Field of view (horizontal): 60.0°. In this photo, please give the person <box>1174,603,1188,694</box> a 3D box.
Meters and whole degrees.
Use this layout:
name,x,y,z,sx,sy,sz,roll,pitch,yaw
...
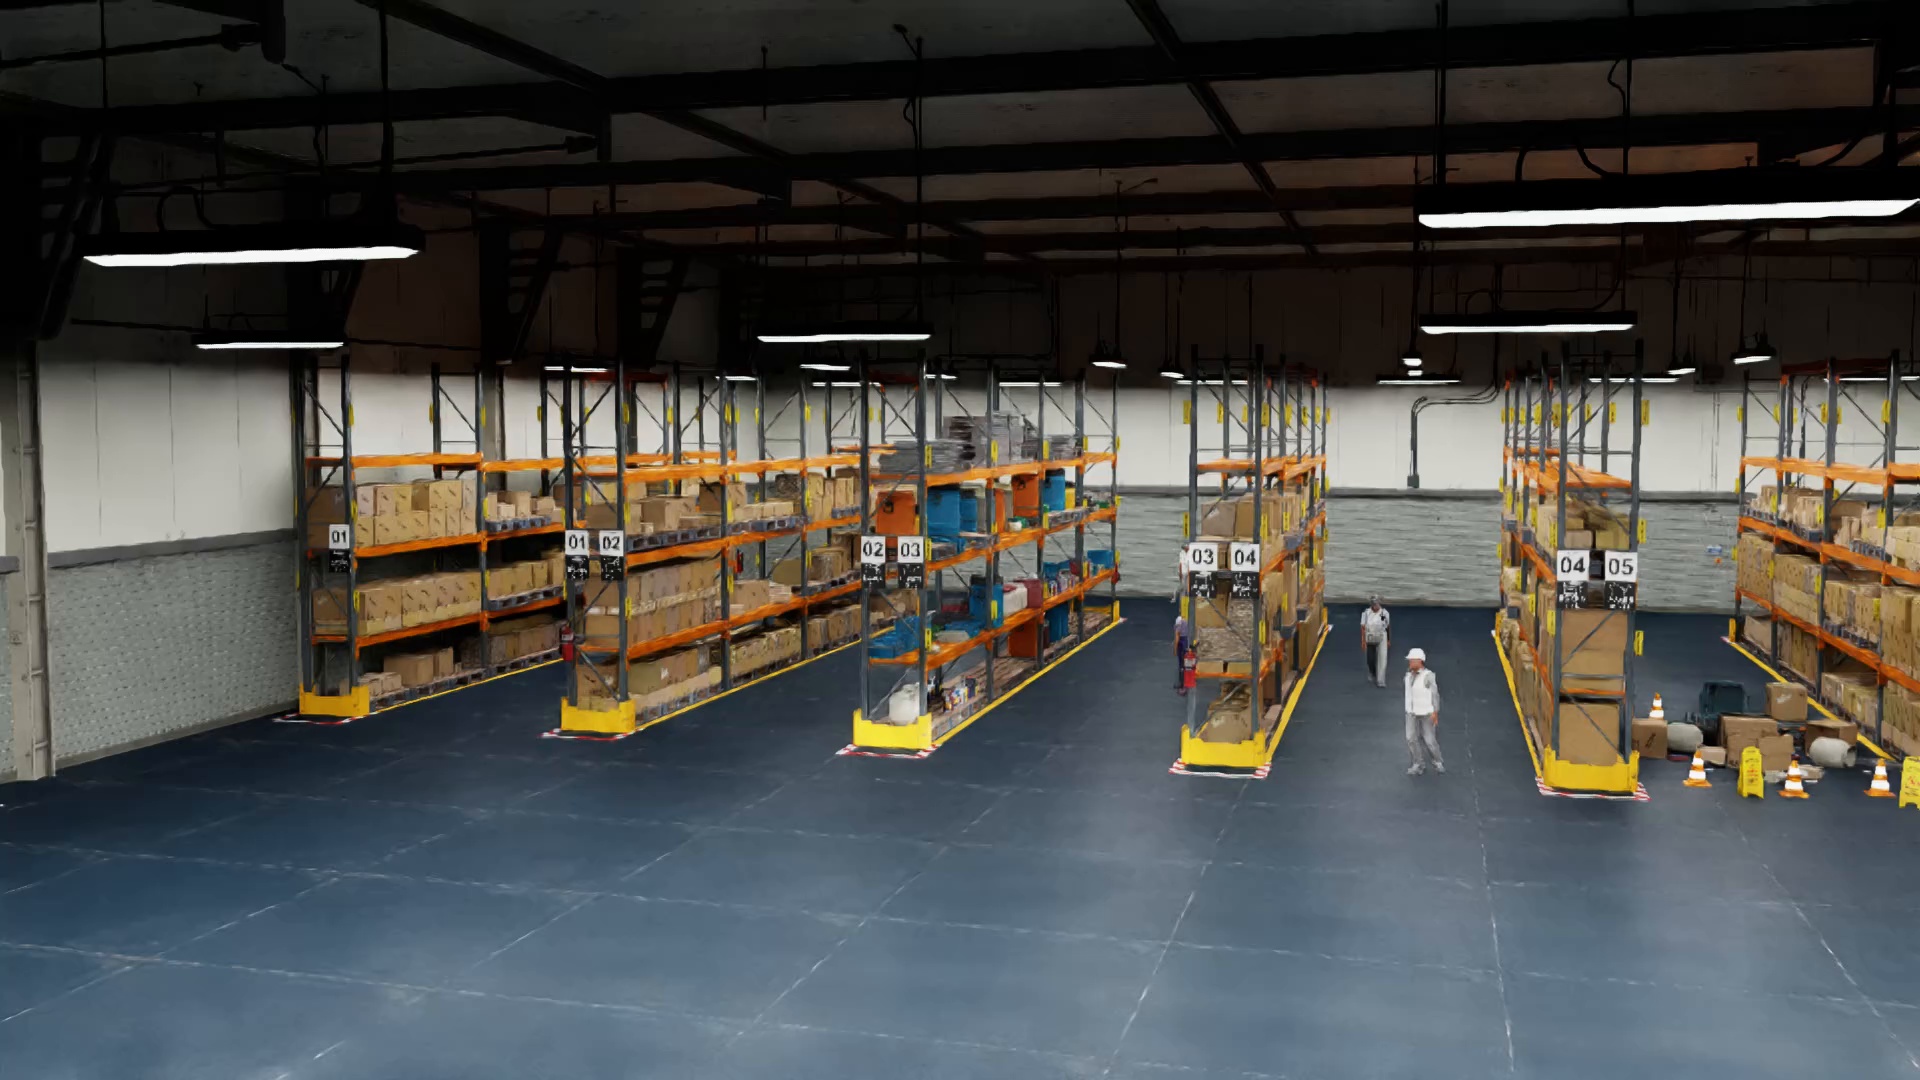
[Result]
name,x,y,z,sx,sy,sz,roll,pitch,yaw
person,4.044,1.918,30.044,0.567,1.641,0.611,4,6,40

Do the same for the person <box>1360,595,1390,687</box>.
name,x,y,z,sx,sy,sz,roll,pitch,yaw
person,7.683,1.840,30.791,0.542,1.675,1.126,1,5,18

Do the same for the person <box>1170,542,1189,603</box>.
name,x,y,z,sx,sy,sz,roll,pitch,yaw
person,5.871,0.874,43.913,0.626,1.654,0.456,-4,6,-40

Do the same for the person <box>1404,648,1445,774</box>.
name,x,y,z,sx,sy,sz,roll,pitch,yaw
person,6.482,2.385,23.241,0.566,1.760,0.579,-3,5,-38
